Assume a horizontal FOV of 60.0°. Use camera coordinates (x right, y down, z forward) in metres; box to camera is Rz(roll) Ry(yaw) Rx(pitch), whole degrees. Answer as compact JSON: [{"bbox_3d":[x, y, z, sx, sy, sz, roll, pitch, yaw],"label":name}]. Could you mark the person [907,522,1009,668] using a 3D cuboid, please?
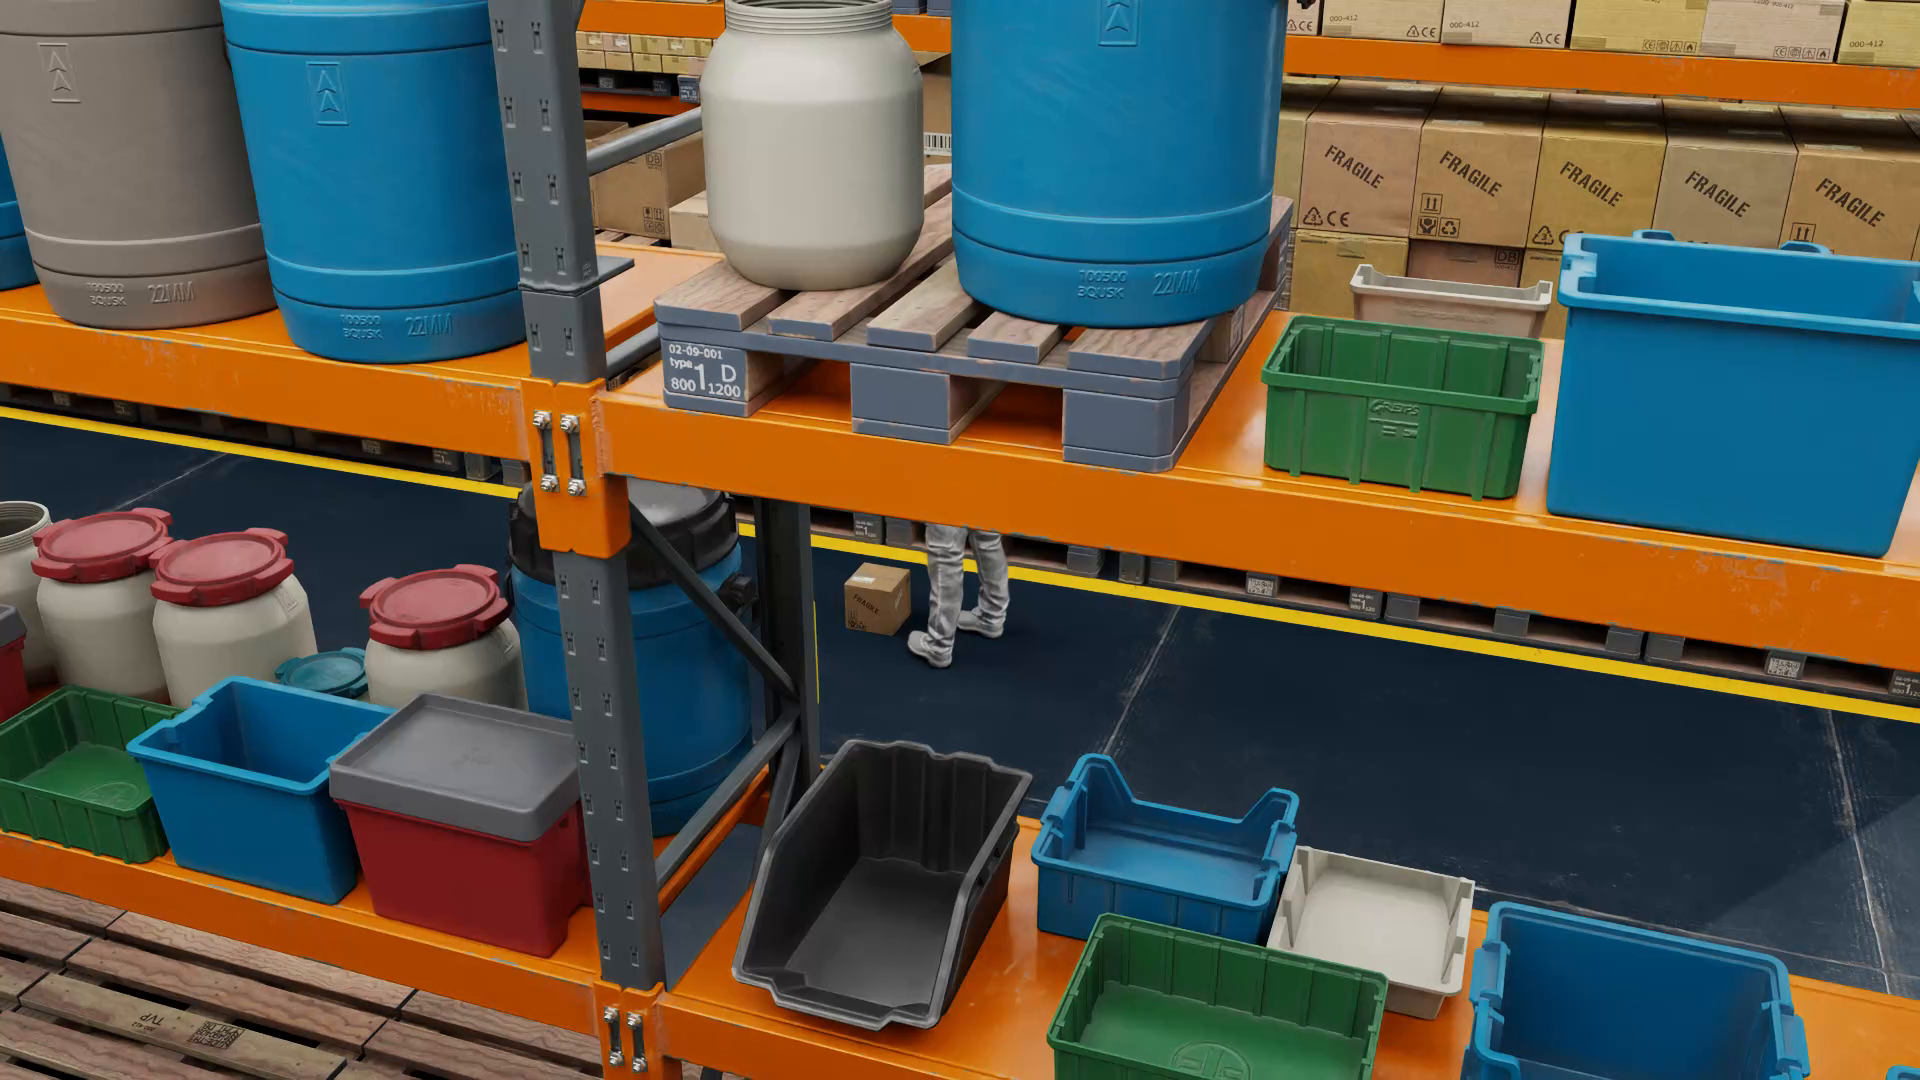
[{"bbox_3d":[0.004,-0.313,7.716,0.393,1.786,0.630,16,30,30],"label":"person"}]
